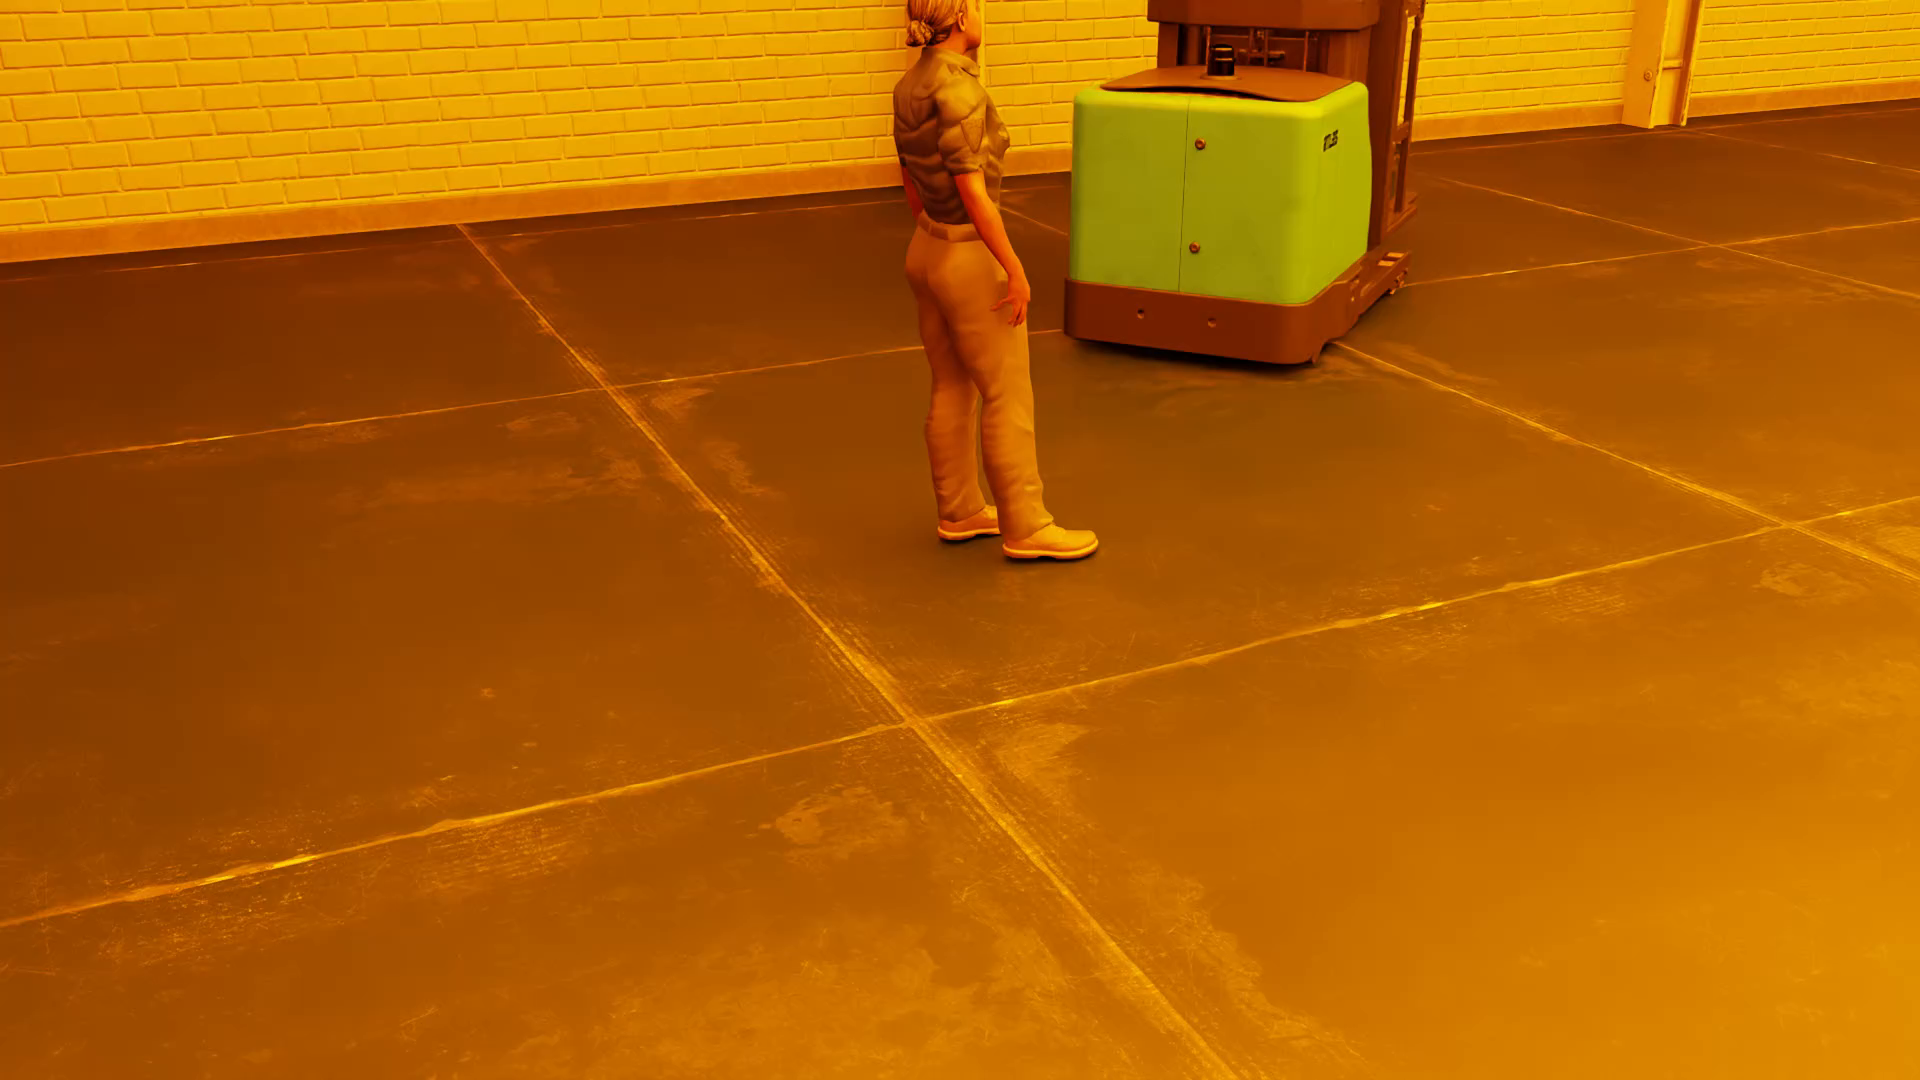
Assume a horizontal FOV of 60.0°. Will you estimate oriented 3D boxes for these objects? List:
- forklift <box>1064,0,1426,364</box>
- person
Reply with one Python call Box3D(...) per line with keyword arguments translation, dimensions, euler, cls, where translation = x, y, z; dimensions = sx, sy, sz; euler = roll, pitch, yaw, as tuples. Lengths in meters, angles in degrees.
Box3D(translation=(1.537, -2.580, 7.498), dimensions=(1.130, 2.935, 3.031), euler=(11, 25, 24), cls="forklift")
Box3D(translation=(0.088, -0.778, 4.805), dimensions=(0.503, 1.656, 0.570), euler=(-10, 25, -23), cls="person")
